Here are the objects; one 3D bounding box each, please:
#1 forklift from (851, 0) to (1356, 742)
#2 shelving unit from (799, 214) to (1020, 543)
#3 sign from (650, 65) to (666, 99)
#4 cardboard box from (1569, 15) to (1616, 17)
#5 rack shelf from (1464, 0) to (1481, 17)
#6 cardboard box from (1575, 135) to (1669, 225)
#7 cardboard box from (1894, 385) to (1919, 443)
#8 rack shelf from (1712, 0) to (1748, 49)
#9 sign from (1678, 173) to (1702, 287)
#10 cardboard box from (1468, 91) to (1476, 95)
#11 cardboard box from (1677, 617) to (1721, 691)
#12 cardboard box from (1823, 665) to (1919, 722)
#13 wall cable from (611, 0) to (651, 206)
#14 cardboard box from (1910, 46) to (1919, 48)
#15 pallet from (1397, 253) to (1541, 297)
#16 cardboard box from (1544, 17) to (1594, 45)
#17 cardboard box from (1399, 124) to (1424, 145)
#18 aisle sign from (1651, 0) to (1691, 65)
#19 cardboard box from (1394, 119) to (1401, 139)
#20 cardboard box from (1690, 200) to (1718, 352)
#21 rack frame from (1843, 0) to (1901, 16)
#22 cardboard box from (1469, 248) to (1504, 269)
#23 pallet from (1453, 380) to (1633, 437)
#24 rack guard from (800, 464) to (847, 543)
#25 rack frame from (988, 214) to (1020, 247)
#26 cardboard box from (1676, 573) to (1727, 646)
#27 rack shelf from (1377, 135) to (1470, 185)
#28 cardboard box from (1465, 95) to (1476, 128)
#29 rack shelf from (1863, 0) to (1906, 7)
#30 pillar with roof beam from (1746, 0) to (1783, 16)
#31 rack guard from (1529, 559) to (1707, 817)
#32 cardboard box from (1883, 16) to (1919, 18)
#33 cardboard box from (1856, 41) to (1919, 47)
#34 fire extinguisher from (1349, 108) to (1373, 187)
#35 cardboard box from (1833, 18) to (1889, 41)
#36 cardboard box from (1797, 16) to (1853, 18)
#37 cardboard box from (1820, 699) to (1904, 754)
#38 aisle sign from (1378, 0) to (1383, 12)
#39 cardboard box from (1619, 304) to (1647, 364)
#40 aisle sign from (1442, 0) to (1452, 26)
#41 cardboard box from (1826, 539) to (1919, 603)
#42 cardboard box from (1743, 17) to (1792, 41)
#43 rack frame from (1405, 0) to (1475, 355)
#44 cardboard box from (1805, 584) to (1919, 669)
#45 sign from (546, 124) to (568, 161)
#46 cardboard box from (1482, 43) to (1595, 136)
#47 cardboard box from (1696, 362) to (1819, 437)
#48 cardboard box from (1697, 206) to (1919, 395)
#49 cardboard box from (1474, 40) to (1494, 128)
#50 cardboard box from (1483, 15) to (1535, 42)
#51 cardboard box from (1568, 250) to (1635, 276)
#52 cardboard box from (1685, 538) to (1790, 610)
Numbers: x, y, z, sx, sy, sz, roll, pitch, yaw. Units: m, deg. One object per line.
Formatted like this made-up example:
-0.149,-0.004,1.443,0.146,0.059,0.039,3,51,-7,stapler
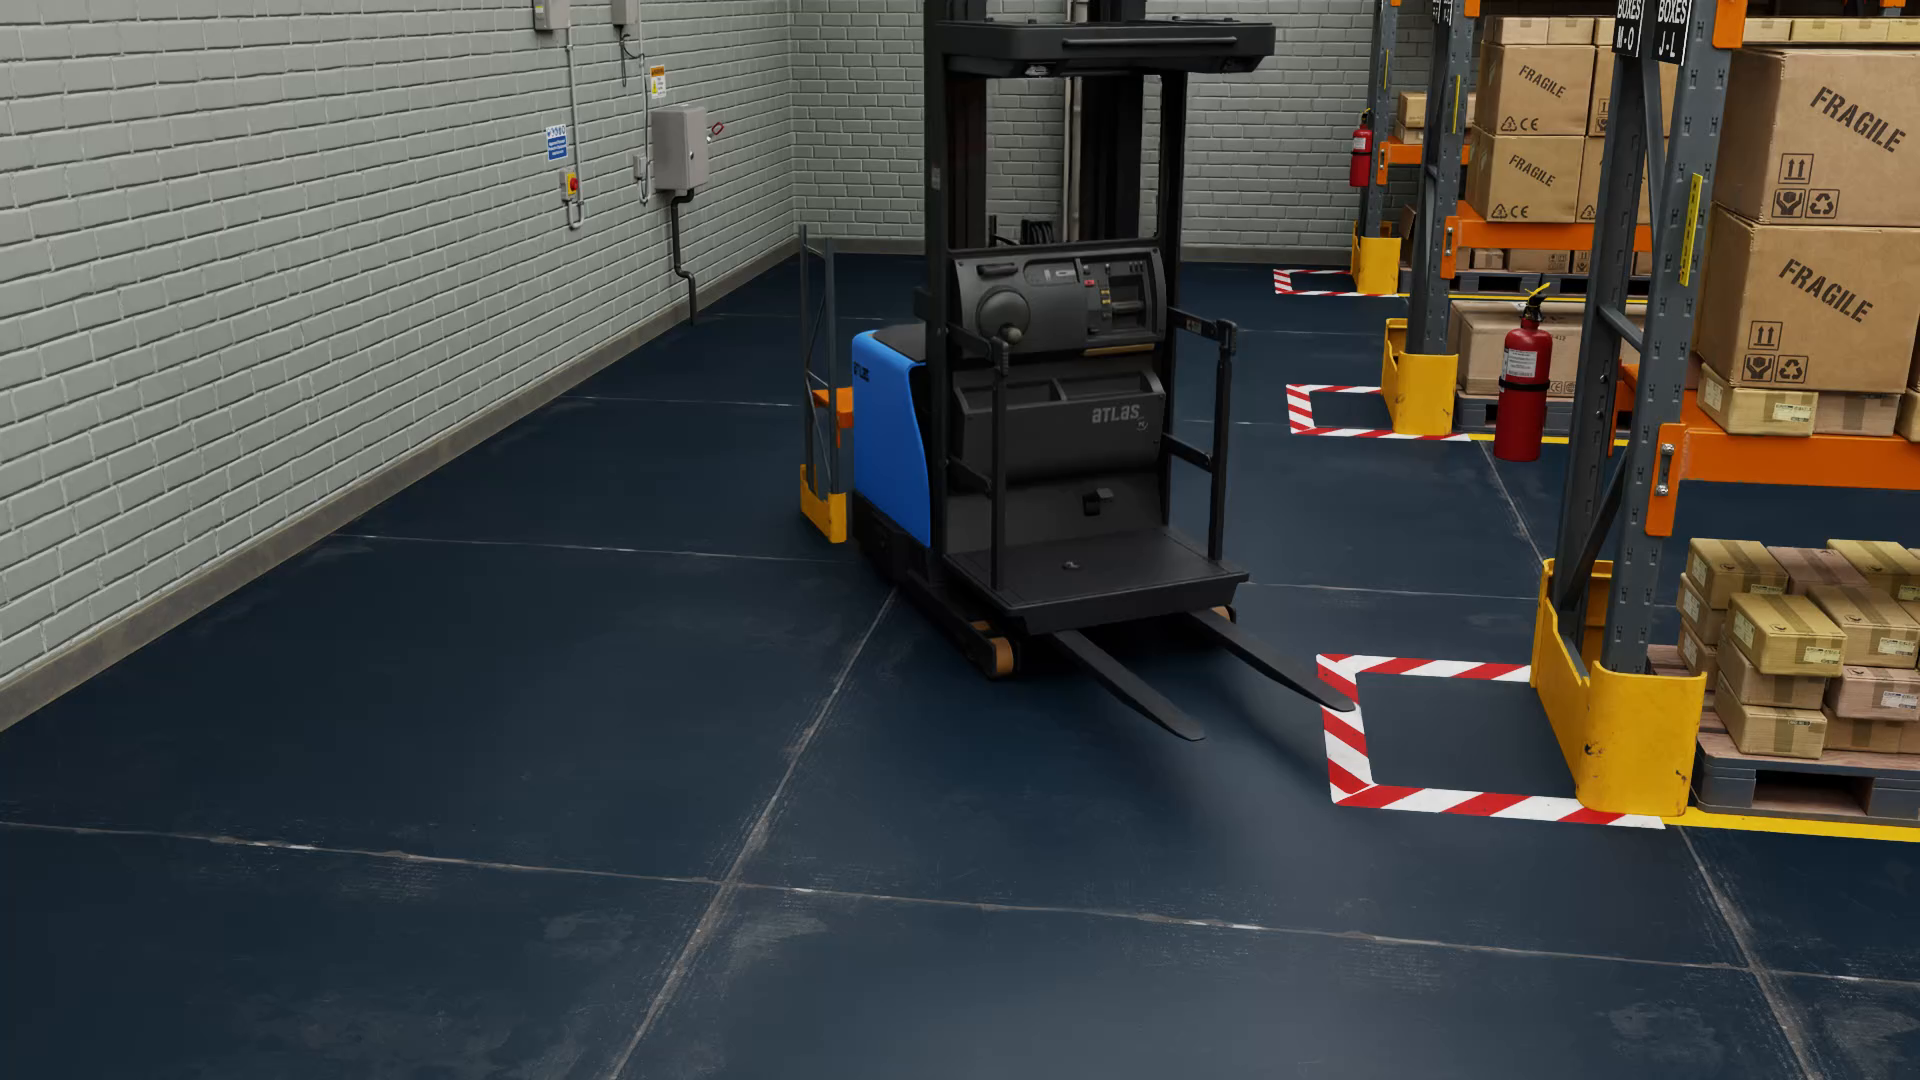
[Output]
0.504,-0.990,6.641,1.130,2.935,3.031,-8,20,-21,forklift
-0.234,-0.843,8.460,1.083,1.500,0.587,-7,20,-20,shelving unit
-2.343,-3.559,12.911,0.001,0.242,0.339,3,19,9,sign
3.873,-3.129,10.171,0.250,0.149,0.380,3,19,8,cardboard box
4.939,-3.228,9.628,4.000,0.370,1.077,3,19,9,rack shelf
3.896,-2.163,9.884,0.500,0.500,0.500,3,19,8,cardboard box
3.061,-0.423,5.235,0.250,0.149,0.380,2,19,7,cardboard box
4.253,-1.672,4.978,4.000,0.370,1.077,3,19,9,rack shelf
2.193,-0.932,4.996,0.005,0.325,0.100,3,19,9,sign
4.753,-3.906,15.016,0.500,0.250,0.500,3,19,9,cardboard box
2.831,0.423,6.143,0.250,0.149,0.380,3,19,10,cardboard box
3.017,0.459,5.566,0.250,0.149,0.380,3,19,8,cardboard box
-2.394,-3.450,12.286,0.122,1.984,0.588,3,19,9,wall cable
3.179,-1.224,5.033,0.500,0.500,0.500,3,19,10,cardboard box
4.610,-2.436,15.251,1.213,0.211,1.003,3,19,9,pallet
3.541,-2.981,9.728,0.250,0.149,0.380,3,19,10,cardboard box
4.029,-3.580,14.673,0.250,0.149,0.380,3,19,8,cardboard box
2.159,-1.834,4.959,0.004,0.787,0.394,3,19,9,aisle sign
4.117,-3.750,15.180,0.250,0.149,0.380,3,19,8,cardboard box
2.763,-0.937,5.751,0.500,0.500,0.500,3,19,10,cardboard box
7.697,-3.601,14.337,0.127,3.000,1.000,3,19,9,rack frame
4.750,-2.555,15.044,0.250,0.149,0.380,2,19,6,cardboard box
3.766,-0.909,10.686,1.213,0.211,1.003,3,19,9,pallet
-0.700,-0.194,8.490,0.087,0.250,0.587,-7,20,-20,rack guard
0.249,-0.902,8.635,0.032,1.500,0.500,-7,20,-20,rack frame
2.845,0.258,6.167,0.250,0.149,0.380,2,19,7,cardboard box
5.722,-3.360,14.752,4.000,0.370,1.077,3,19,9,rack shelf
4.651,-3.740,14.520,0.500,0.250,0.500,3,19,9,cardboard box
9.672,-4.581,13.675,4.000,0.370,1.077,3,19,9,rack shelf
6.470,-5.414,10.303,0.400,9.000,9.100,3,19,9,pillar with roof beam
2.354,0.498,6.026,0.348,0.500,1.175,3,19,9,rack guard
5.635,-3.034,9.887,0.250,0.149,0.380,2,19,7,cardboard box
3.270,-1.383,5.507,0.500,0.500,0.500,2,19,7,cardboard box
3.529,-3.451,14.600,0.183,0.674,0.296,3,19,9,fire extinguisher
5.061,-2.882,9.435,0.250,0.149,0.380,3,19,9,cardboard box
5.142,-3.054,9.949,0.250,0.149,0.380,3,19,9,cardboard box
3.016,0.576,5.685,0.250,0.149,0.380,3,19,8,cardboard box
3.634,-4.946,14.262,0.004,0.787,0.394,3,19,9,aisle sign
4.536,-1.186,10.495,0.875,0.438,0.875,3,19,10,cardboard box
2.847,-3.392,9.618,0.004,0.787,0.394,3,19,9,aisle sign
3.356,0.131,6.078,0.250,0.149,0.380,3,19,7,cardboard box
4.549,-2.902,9.492,0.250,0.149,0.380,3,19,9,cardboard box
2.964,-2.247,10.291,0.127,3.000,1.000,3,19,9,rack frame
3.033,0.289,5.607,0.250,0.149,0.380,3,19,10,cardboard box
-2.675,-2.639,11.038,0.001,0.218,0.327,3,19,9,sign
3.393,-2.655,9.778,0.500,0.500,0.500,3,19,7,cardboard box
2.546,-0.453,5.325,0.250,0.149,0.380,3,19,8,cardboard box
2.678,-0.770,5.252,0.500,0.500,0.500,4,19,11,cardboard box
3.478,-2.819,10.267,0.500,0.500,0.500,4,19,10,cardboard box
3.350,-3.121,10.147,0.250,0.149,0.380,3,19,9,cardboard box
5.680,-2.642,14.750,0.500,0.500,0.500,3,19,10,cardboard box
2.841,0.127,6.090,0.250,0.149,0.380,3,19,9,cardboard box
